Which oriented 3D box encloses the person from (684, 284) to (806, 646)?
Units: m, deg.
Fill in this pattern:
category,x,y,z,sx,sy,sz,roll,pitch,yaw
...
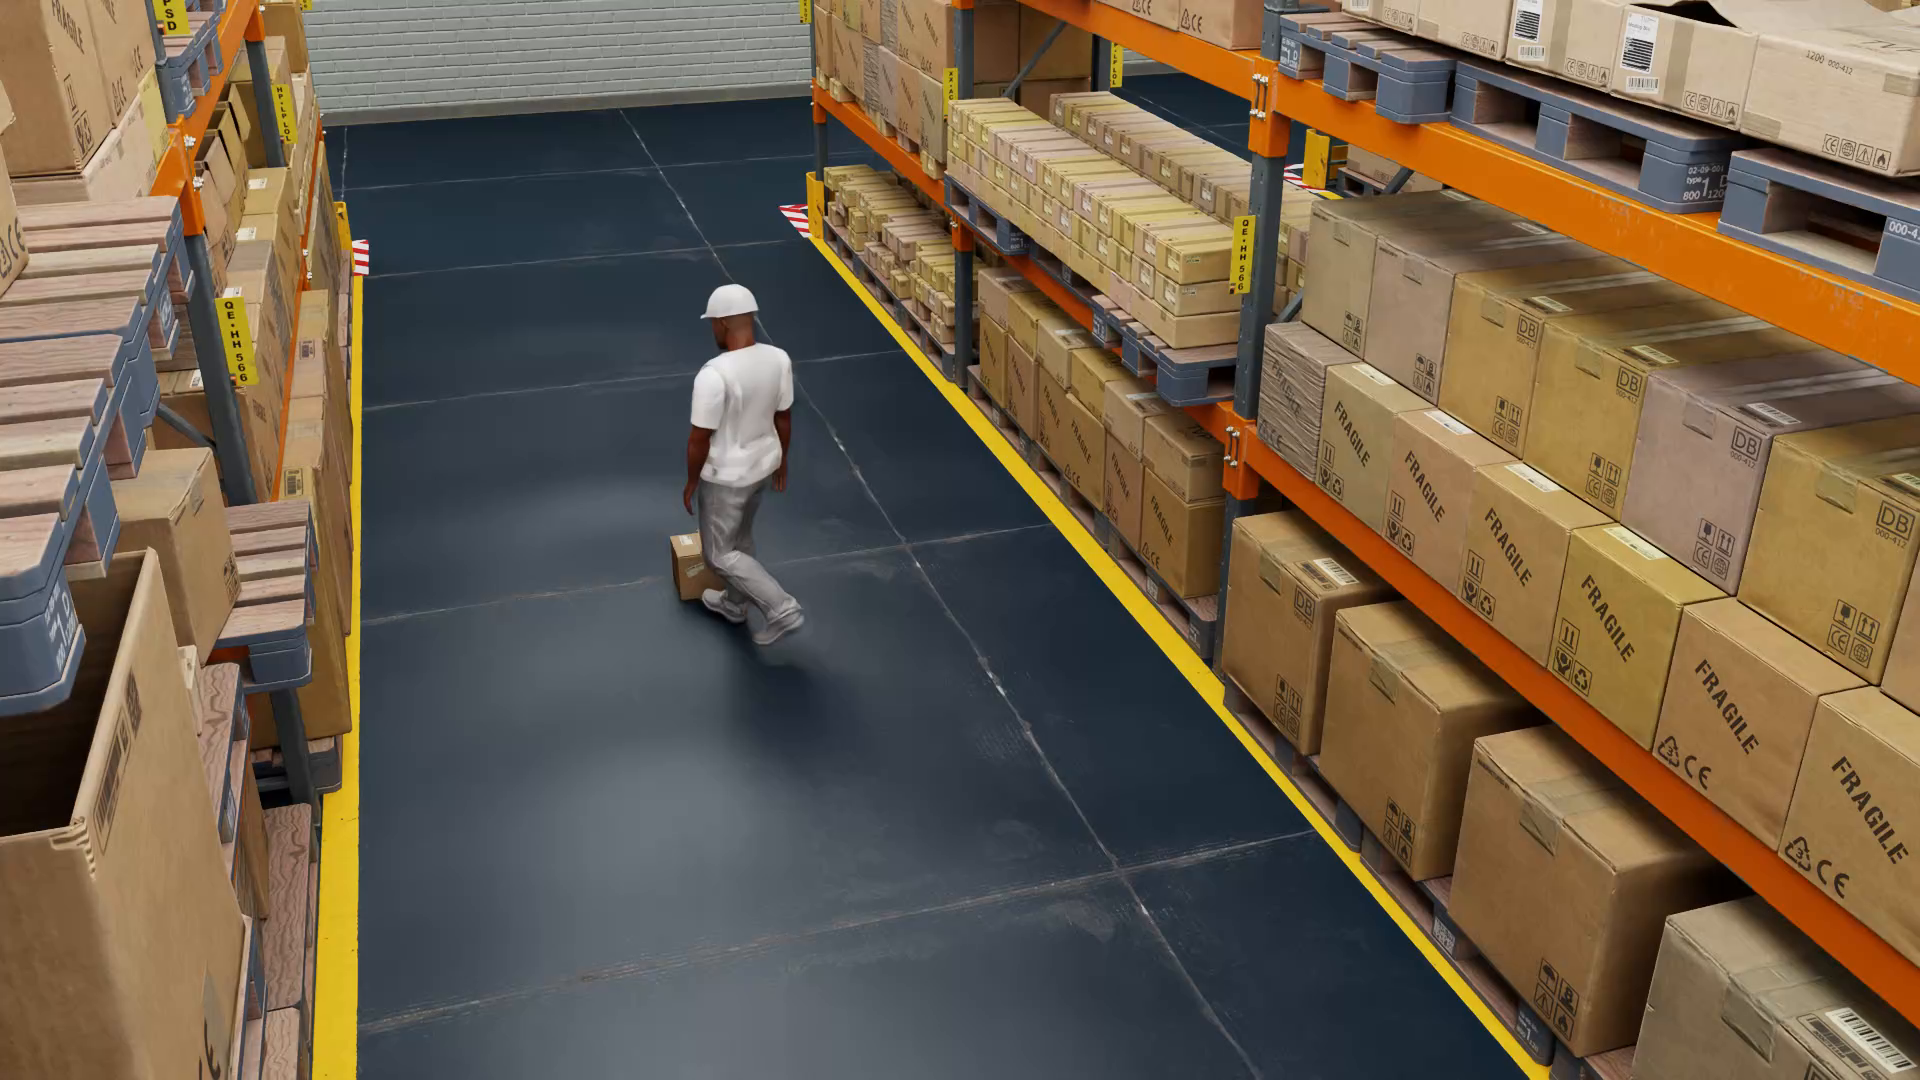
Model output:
category,x,y,z,sx,sy,sz,roll,pitch,yaw
person,-1.023,-0.325,7.733,0.809,1.753,0.591,16,30,30
